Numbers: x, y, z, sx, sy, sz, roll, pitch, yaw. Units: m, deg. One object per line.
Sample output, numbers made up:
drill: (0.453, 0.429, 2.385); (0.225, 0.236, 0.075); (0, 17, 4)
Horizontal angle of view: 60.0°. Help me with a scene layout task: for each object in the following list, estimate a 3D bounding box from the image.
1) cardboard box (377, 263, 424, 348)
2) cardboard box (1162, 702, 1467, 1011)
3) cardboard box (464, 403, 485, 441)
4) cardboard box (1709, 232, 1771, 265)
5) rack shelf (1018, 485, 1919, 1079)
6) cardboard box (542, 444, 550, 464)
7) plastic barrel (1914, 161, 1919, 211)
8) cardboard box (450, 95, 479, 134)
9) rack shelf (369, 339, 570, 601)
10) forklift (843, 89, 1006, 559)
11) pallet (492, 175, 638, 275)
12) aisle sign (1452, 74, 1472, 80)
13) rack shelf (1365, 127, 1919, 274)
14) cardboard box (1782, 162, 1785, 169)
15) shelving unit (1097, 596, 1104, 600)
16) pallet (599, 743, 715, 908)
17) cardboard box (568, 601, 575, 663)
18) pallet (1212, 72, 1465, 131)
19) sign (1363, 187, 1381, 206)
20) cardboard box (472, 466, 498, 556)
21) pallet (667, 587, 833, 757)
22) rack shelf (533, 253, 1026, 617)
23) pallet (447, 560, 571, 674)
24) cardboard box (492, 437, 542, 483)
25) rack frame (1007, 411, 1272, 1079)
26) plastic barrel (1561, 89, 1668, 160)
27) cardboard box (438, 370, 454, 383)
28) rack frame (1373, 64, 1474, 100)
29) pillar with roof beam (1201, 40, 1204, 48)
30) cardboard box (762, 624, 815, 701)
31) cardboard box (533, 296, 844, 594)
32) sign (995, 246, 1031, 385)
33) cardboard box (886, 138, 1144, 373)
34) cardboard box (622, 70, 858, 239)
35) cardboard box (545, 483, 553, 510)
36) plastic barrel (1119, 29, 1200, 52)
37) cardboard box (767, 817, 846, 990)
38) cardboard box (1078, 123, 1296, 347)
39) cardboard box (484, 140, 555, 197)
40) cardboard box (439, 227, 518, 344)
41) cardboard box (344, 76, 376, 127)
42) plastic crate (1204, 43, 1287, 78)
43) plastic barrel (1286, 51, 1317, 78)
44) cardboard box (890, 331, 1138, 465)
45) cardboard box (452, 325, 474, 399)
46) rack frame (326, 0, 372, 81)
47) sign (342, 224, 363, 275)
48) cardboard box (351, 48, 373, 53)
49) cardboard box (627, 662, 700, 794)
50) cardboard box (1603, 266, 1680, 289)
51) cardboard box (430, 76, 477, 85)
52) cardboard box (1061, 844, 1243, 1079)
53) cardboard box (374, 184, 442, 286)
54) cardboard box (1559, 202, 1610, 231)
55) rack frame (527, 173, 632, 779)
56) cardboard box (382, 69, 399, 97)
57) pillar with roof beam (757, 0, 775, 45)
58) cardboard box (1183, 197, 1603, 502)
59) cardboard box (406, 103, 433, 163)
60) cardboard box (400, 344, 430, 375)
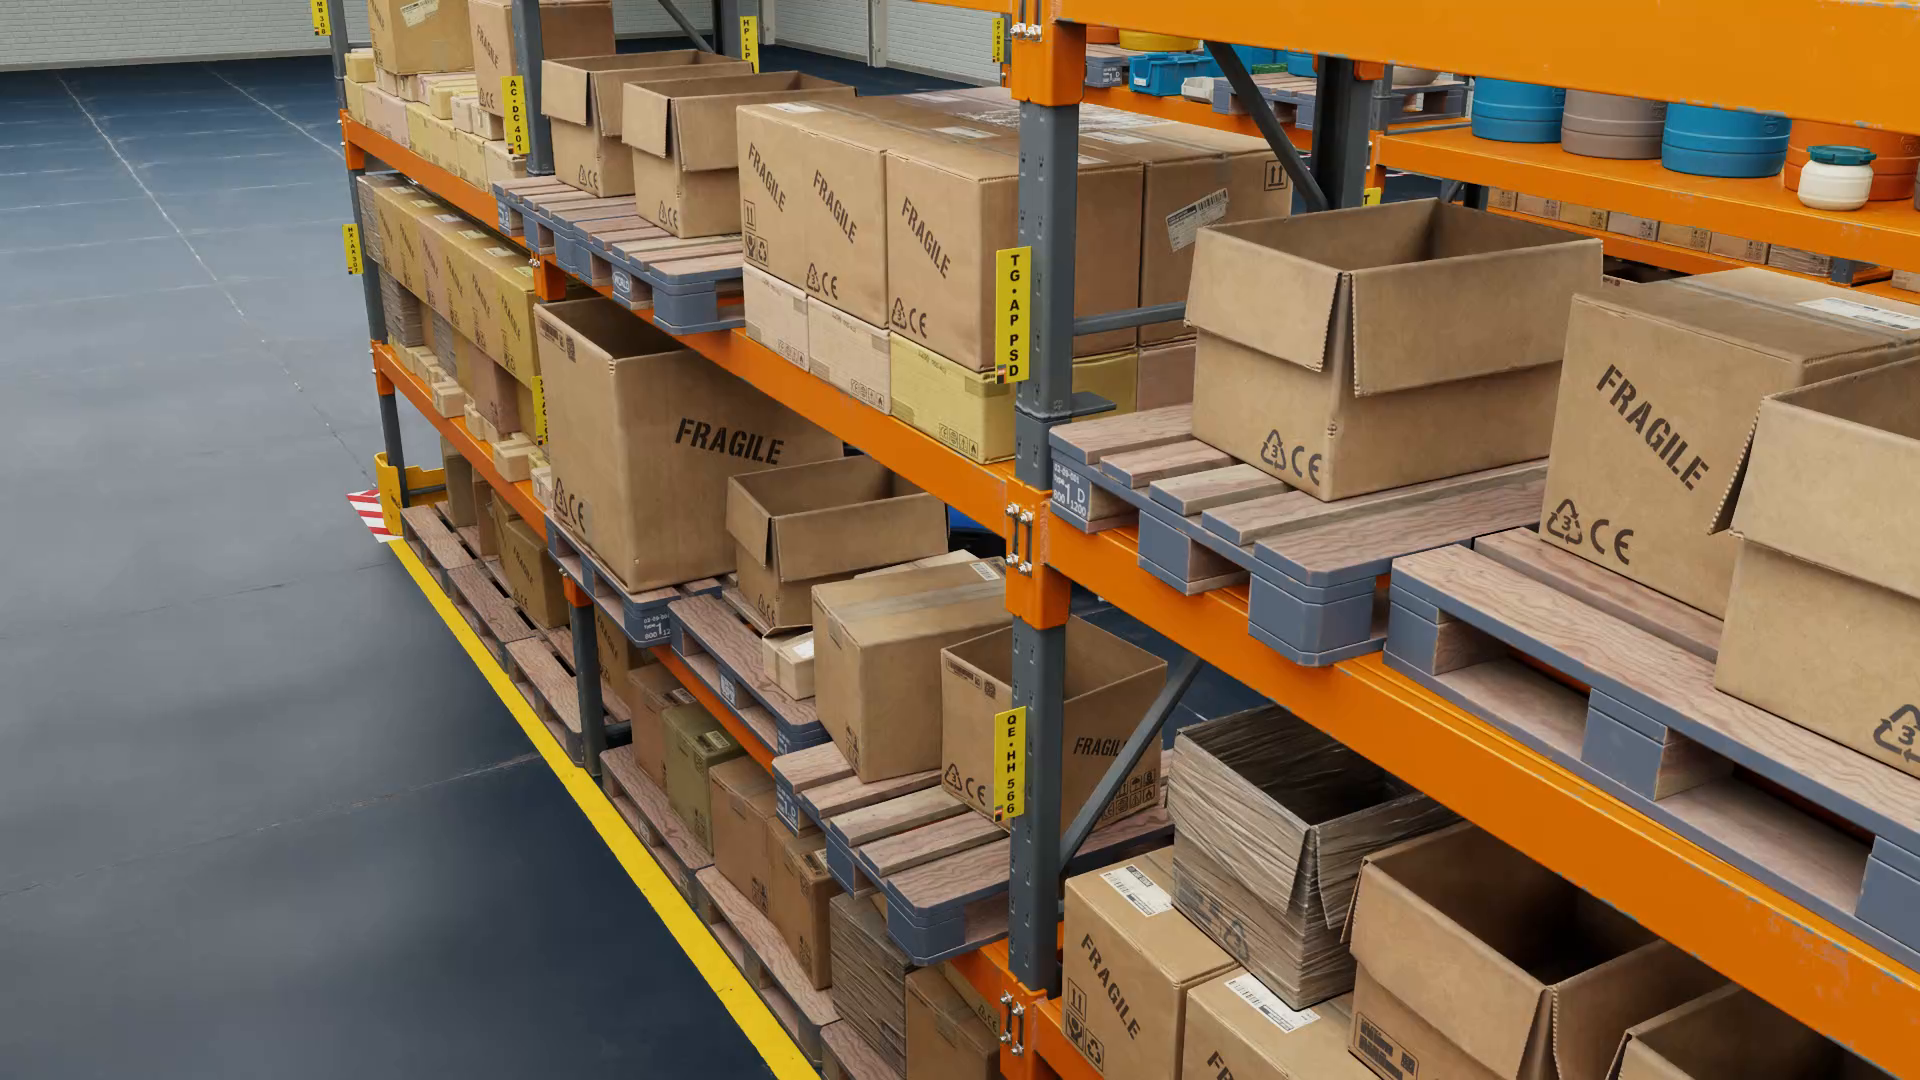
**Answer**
cardboard box: (-3.232, -1.600, 10.737); (0.875, 0.500, 0.500); (-13, 25, -28)
cardboard box: (0.957, 0.719, 4.094); (0.797, 0.503, 0.637); (-12, 25, -26)
cardboard box: (-2.562, -0.690, 9.358); (0.380, 0.149, 0.250); (-13, 25, -28)
cardboard box: (6.565, -2.567, 13.511); (0.700, 0.500, 0.500); (-13, 25, -29)
rack shelf: (1.619, 0.581, 2.869); (1.077, 0.370, 4.000); (-13, 25, -28)
cardboard box: (-1.623, -0.646, 8.390); (0.875, 0.500, 0.500); (-13, 25, -28)
plastic barrel: (4.622, -1.892, 7.333); (0.600, 0.901, 0.600); (0, 22, 0)
cardboard box: (-2.284, -2.112, 8.210); (0.380, 0.149, 0.250); (-13, 26, -30)
rack shelf: (-2.468, -0.619, 9.806); (1.077, 0.370, 4.000); (-13, 25, -28)
forklift: (-0.675, -1.409, 10.886); (3.031, 2.935, 1.130); (5, 23, 12)
pallet: (-1.222, -1.387, 7.006); (1.213, 0.211, 1.003); (-13, 25, -28)
aisle sign: (4.732, -4.670, 15.366); (0.394, 0.787, 0.004); (-13, 25, -28)
rack shelf: (3.834, -1.666, 8.399); (1.077, 0.370, 4.000); (-13, 25, -28)
cardboard box: (6.581, -3.162, 13.251); (0.700, 0.500, 0.500); (-13, 25, -28)
shelving unit: (0.927, -0.283, 10.414); (0.258, 1.200, 0.503); (-5, 23, -11)
pallet: (-1.047, 1.239, 7.983); (1.003, 0.211, 1.213); (-13, 25, -28)
cardboard box: (-1.915, 0.338, 9.259); (0.500, 0.500, 0.500); (-5, 23, -11)
pallet: (2.359, -2.774, 10.420); (1.213, 0.211, 1.003); (-13, 25, -28)
sign: (1.078, -0.780, 4.471); (0.100, 0.325, 0.005); (-13, 25, -28)
cardboard box: (-2.850, -0.244, 10.689); (0.500, 0.500, 0.500); (-6, 23, -14)
pallet: (-0.449, 0.446, 6.485); (1.003, 0.211, 1.213); (-13, 25, -28)
rack shelf: (-0.424, -0.714, 6.055); (1.077, 0.370, 4.000); (-13, 25, -28)
pallet: (-2.447, 0.381, 10.093); (1.003, 0.211, 1.213); (-13, 25, -28)
cardboard box: (-2.228, -0.436, 8.734); (0.380, 0.149, 0.250); (-13, 25, -28)
rack frame: (0.597, 0.990, 4.892); (1.000, 3.000, 0.127); (-13, 25, -28)
plastic barrel: (3.592, -2.545, 8.939); (0.600, 0.901, 0.600); (0, 22, 0)
cardboard box: (-2.905, -0.942, 9.978); (0.380, 0.149, 0.250); (-13, 25, -28)
rack frame: (2.812, -4.036, 9.291); (1.000, 3.000, 0.127); (-13, 25, -28)
pillar with roof beam: (0.556, -10.233, 24.537); (9.100, 9.000, 0.400); (-13, 25, -28)
cardboard box: (-0.487, 0.370, 6.038); (0.396, 0.266, 0.258); (-13, 26, -30)
cardboard box: (-1.161, -0.493, 7.186); (1.000, 1.000, 1.000); (-12, 25, -28)
sign: (0.130, -0.535, 3.974); (0.100, 0.325, 0.005); (-13, 25, -28)
cardboard box: (0.138, -0.784, 4.475); (0.500, 0.500, 0.500); (-12, 25, -27)
cardboard box: (-0.809, -1.461, 6.243); (0.797, 0.503, 0.637); (-11, 25, -26)
cardboard box: (-1.809, -0.201, 8.157); (0.380, 0.149, 0.250); (-13, 25, -28)
plastic barrel: (1.460, -3.879, 12.080); (0.600, 0.588, 0.600); (0, 22, 0)
cardboard box: (-0.352, 1.372, 6.688); (0.700, 0.500, 0.500); (-10, 24, -24)
cardboard box: (0.578, -0.879, 4.710); (0.500, 0.500, 0.500); (-12, 25, -28)
cardboard box: (-1.903, -1.722, 7.780); (0.500, 0.250, 0.500); (-12, 25, -26)
cardboard box: (-2.424, -1.368, 8.839); (0.500, 0.500, 0.500); (-13, 25, -28)
cardboard box: (-3.466, -2.714, 10.220); (0.500, 0.250, 0.500); (-12, 25, -27)
plastic crate: (2.002, -3.375, 11.669); (0.392, 0.384, 0.575); (-13, 25, -28)
plastic barrel: (2.396, -3.416, 10.526); (0.600, 0.901, 0.708); (-13, 25, -28)
cardboard box: (0.143, -0.437, 4.618); (0.500, 0.250, 0.500); (-13, 25, -28)
cardboard box: (-2.410, -1.127, 9.573); (0.875, 0.500, 0.500); (-13, 25, -28)
rack frame: (-3.489, -4.379, 10.133); (1.000, 3.000, 0.127); (-13, 25, -28)
sign: (-3.956, -1.896, 10.843); (0.100, 0.325, 0.005); (-13, 25, -28)
cardboard box: (-3.547, -2.971, 10.323); (0.380, 0.149, 0.250); (-13, 25, -29)
cardboard box: (-1.151, 0.852, 7.966); (0.700, 0.500, 0.500); (-15, 26, -32)
cardboard box: (5.876, -2.069, 14.517); (0.500, 0.500, 0.500); (-13, 25, -28)
cardboard box: (-2.600, -2.389, 8.891); (0.380, 0.149, 0.250); (-14, 26, -30)
cardboard box: (0.612, 1.154, 4.357); (0.500, 0.500, 0.500); (-12, 25, -27)
cardboard box: (-3.193, -1.853, 10.031); (0.500, 0.500, 0.500); (-13, 25, -28)
cardboard box: (5.777, -3.065, 14.737); (0.700, 0.500, 0.500); (-12, 25, -28)
rack frame: (-1.446, -0.305, 8.077); (1.000, 3.000, 0.127); (-13, 25, -28)
cardboard box: (-3.065, -2.629, 9.481); (0.380, 0.149, 0.250); (-13, 25, -28)
pillar with roof beam: (-8.639, -16.060, 38.872); (9.100, 9.000, 0.400); (-13, 25, -28)
cardboard box: (0.971, -0.458, 3.777); (0.797, 0.503, 0.637); (-11, 25, -25)
cardboard box: (-2.677, -2.219, 9.004); (0.500, 0.250, 0.500); (-12, 25, -27)
cardboard box: (-3.323, -1.177, 10.556); (0.380, 0.149, 0.250); (-13, 25, -28)
